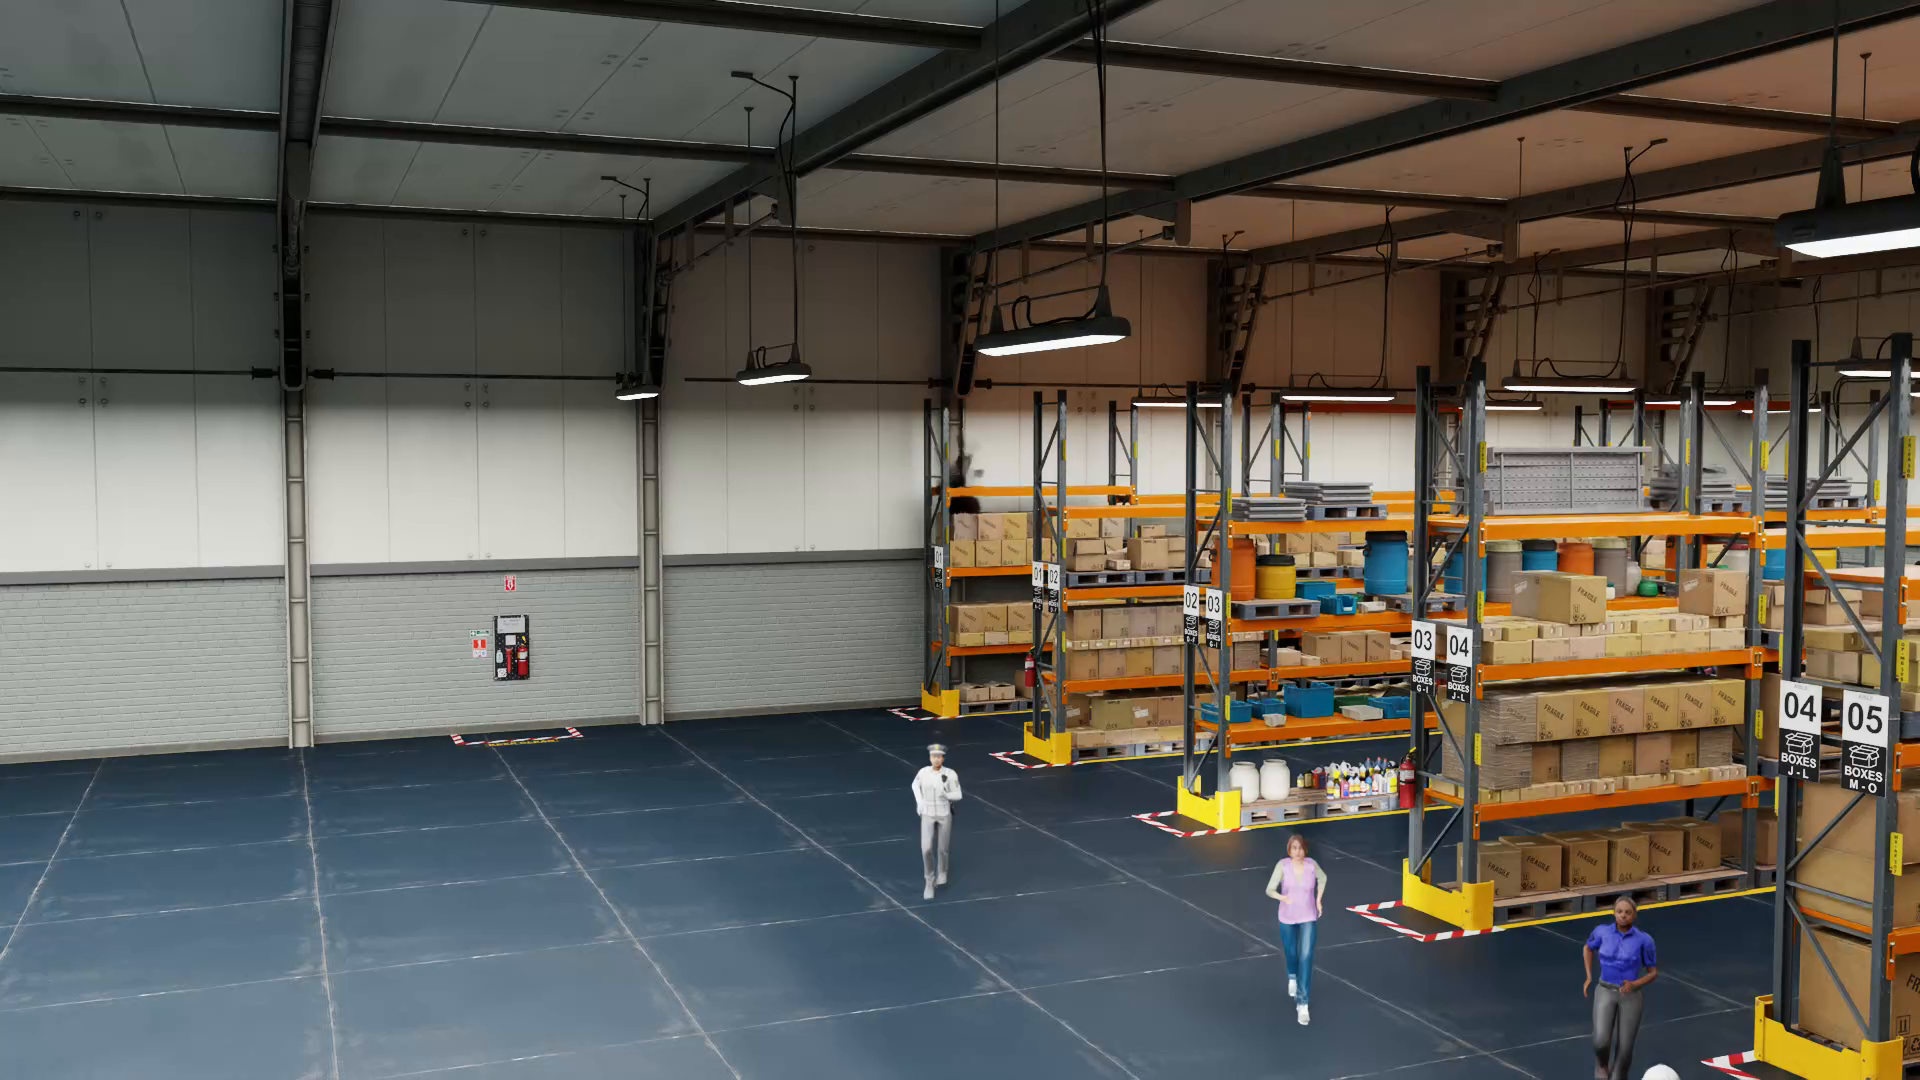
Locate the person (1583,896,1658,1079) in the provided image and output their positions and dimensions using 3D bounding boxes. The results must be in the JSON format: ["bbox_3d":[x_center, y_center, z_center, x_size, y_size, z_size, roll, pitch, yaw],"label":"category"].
[{"bbox_3d":[5.134,3.598,12.977,0.563,1.602,0.559,2,4,26],"label":"person"}]

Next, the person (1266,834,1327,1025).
[{"bbox_3d":[3.045,3.458,15.068,0.533,1.617,0.828,1,3,13],"label":"person"}]

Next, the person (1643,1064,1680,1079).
[{"bbox_3d":[3.860,3.753,9.170,0.682,1.753,0.769,1,4,17],"label":"person"}]

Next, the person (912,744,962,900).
[{"bbox_3d":[-0.269,3.196,19.042,0.593,1.752,0.709,0,3,3],"label":"person"}]
